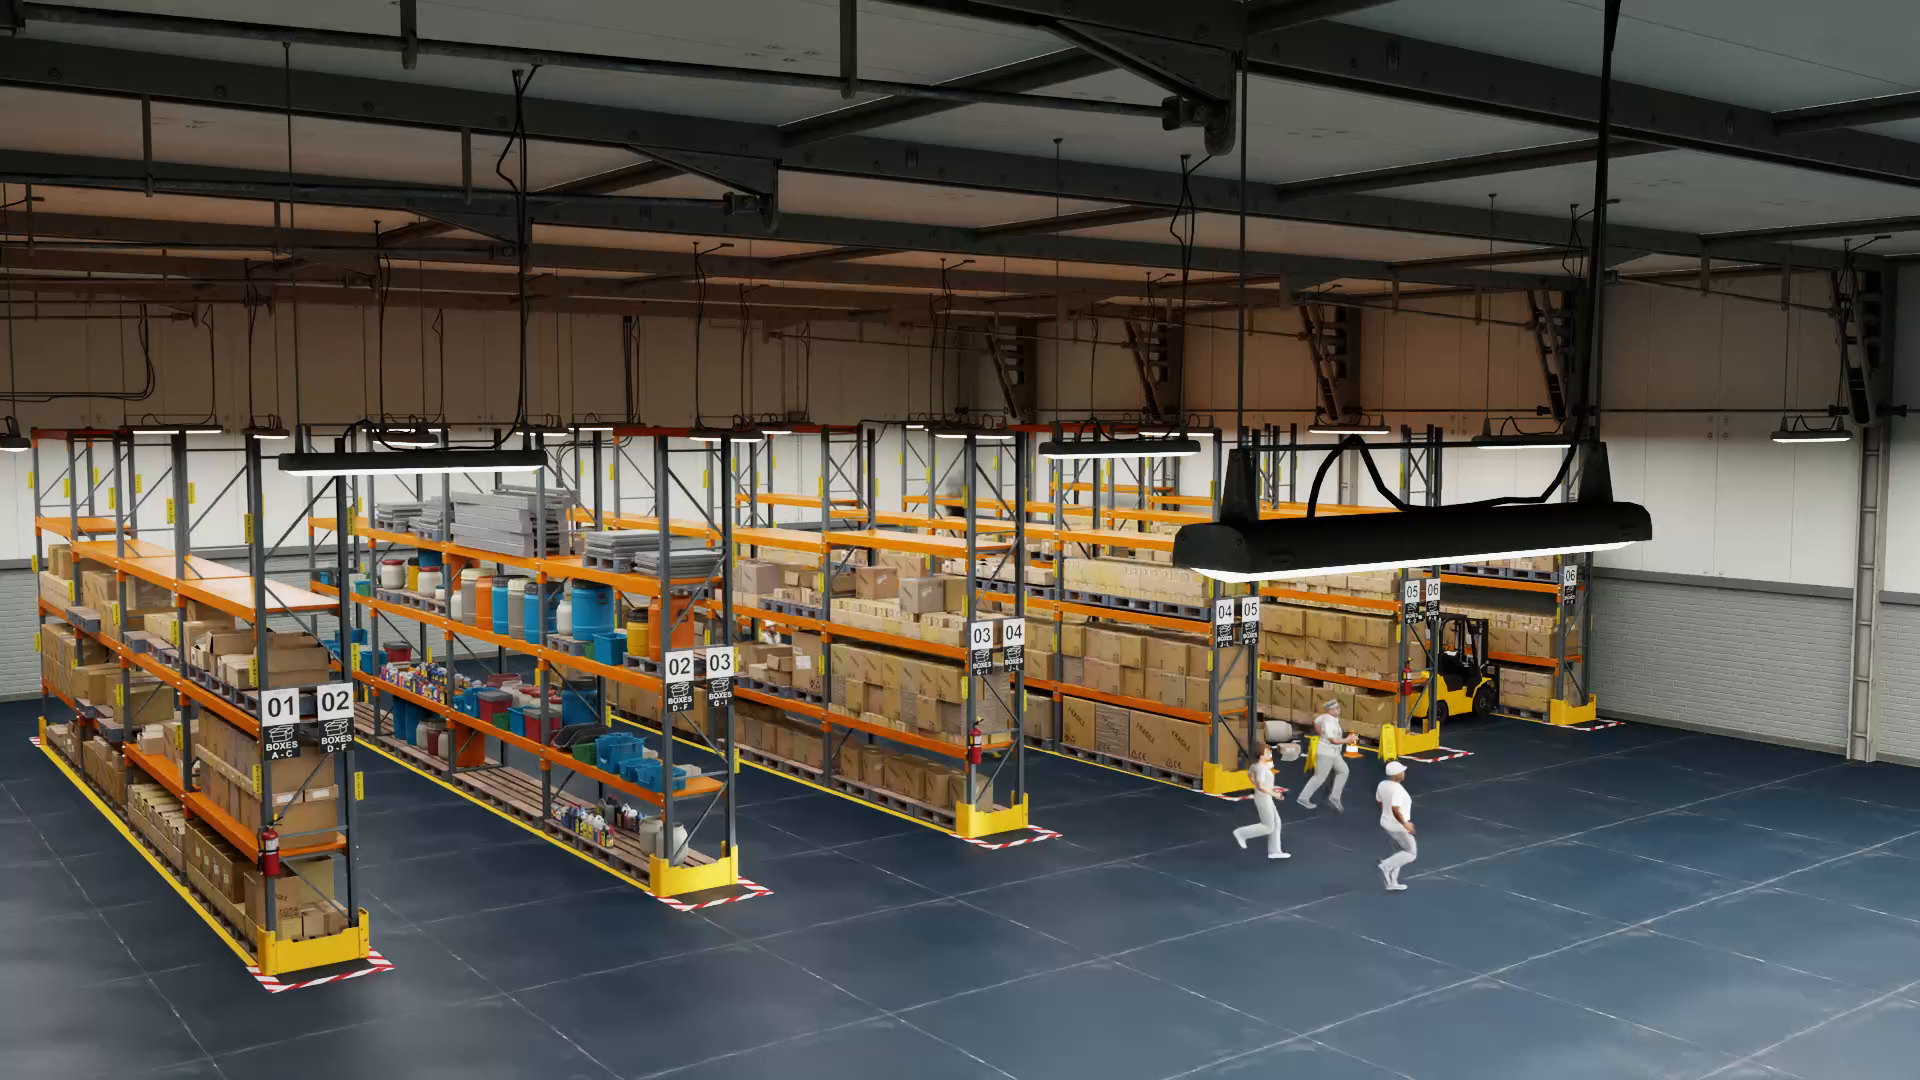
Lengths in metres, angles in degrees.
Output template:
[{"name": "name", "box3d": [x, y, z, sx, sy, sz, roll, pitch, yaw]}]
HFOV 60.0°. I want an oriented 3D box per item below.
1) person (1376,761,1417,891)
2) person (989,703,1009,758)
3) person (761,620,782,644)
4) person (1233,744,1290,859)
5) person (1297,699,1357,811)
[{"name": "person", "box3d": [5.726, 3.758, 21.857, 0.584, 1.717, 0.703, -1, 5, -13]}, {"name": "person", "box3d": [0.564, 3.096, 30.289, 0.700, 1.719, 0.625, -3, 6, -38]}, {"name": "person", "box3d": [-4.150, 2.609, 36.691, 0.697, 1.727, 0.670, -4, 6, -40]}, {"name": "person", "box3d": [4.251, 3.684, 23.439, 0.806, 1.631, 0.581, 0, 4, 3]}, {"name": "person", "box3d": [5.794, 3.396, 26.231, 0.910, 1.831, 0.673, 1, 5, 14]}]
